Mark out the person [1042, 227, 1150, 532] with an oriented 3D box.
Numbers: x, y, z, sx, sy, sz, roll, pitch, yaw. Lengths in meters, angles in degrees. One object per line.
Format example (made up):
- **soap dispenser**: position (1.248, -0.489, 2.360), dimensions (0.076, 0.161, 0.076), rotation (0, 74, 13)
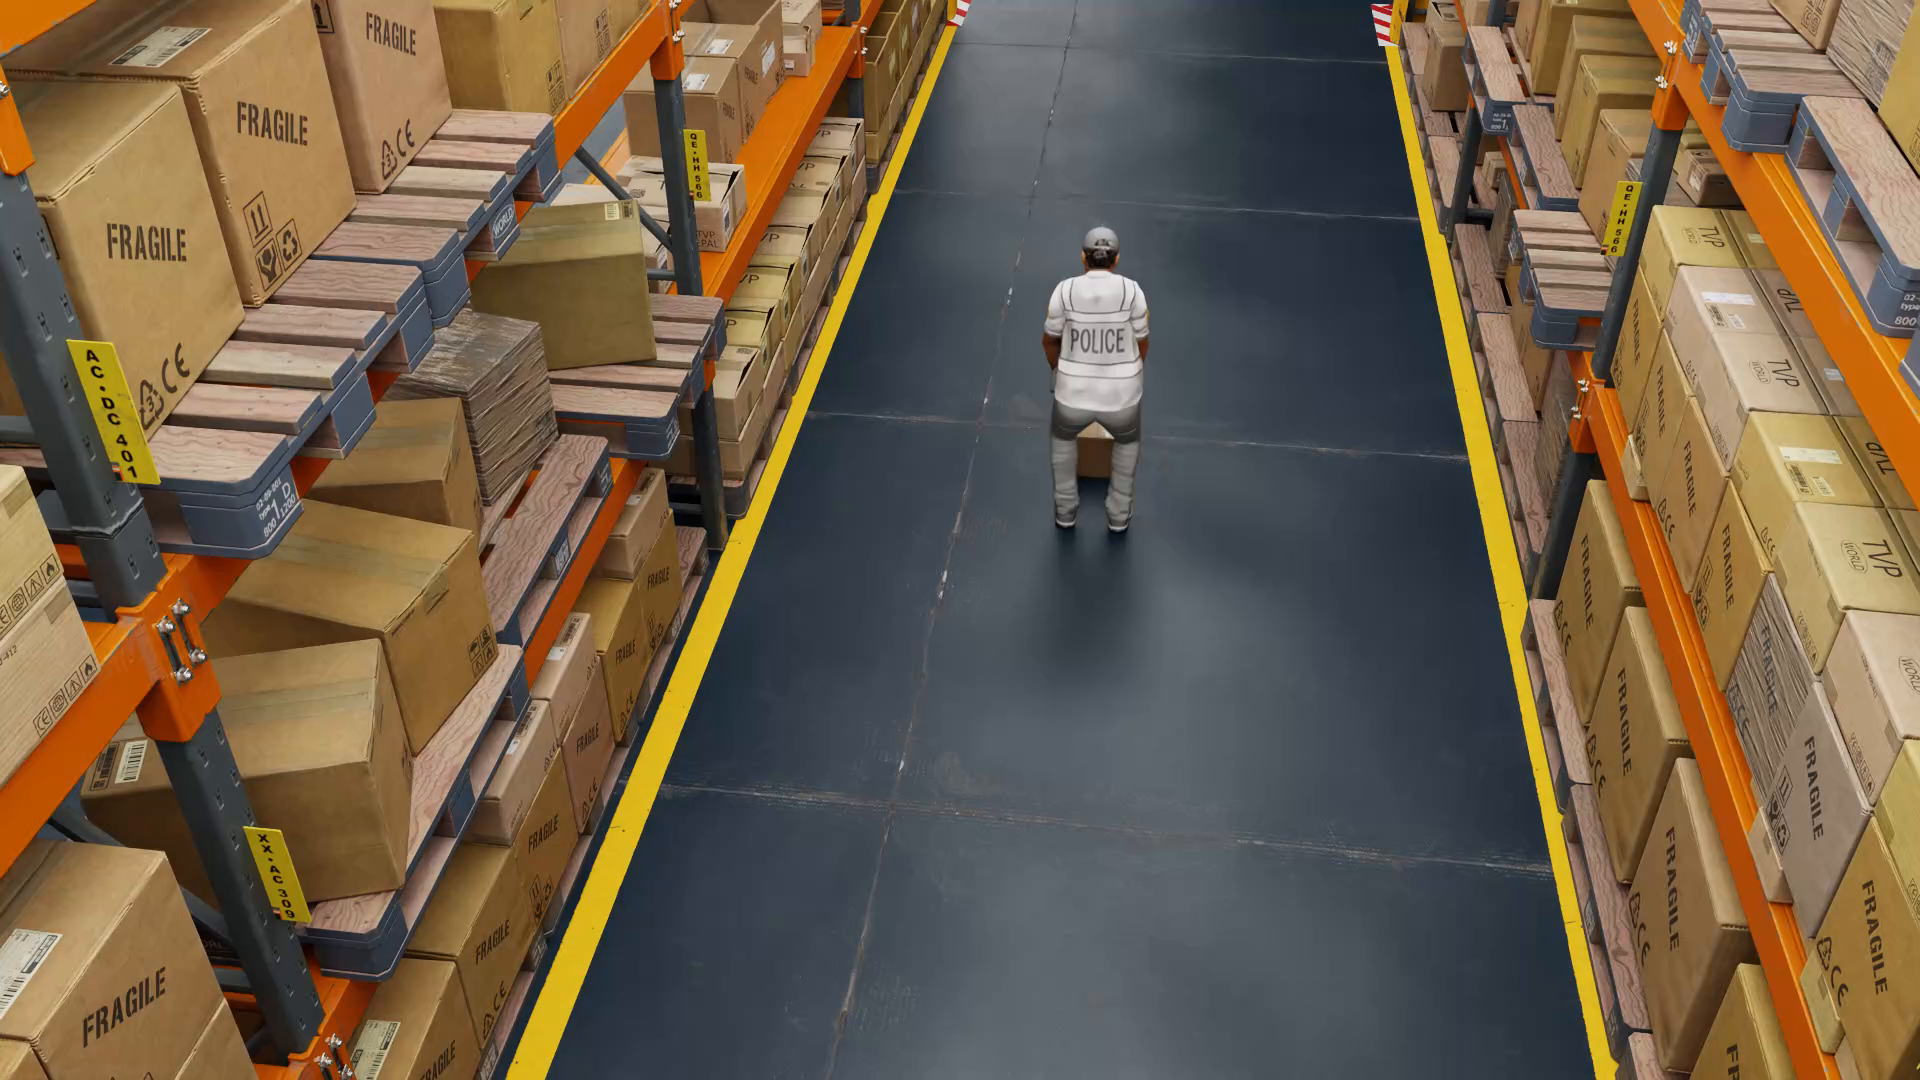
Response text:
- **person**: position (0.651, -0.756, 8.179), dimensions (0.519, 1.541, 0.591), rotation (5, 37, 7)
